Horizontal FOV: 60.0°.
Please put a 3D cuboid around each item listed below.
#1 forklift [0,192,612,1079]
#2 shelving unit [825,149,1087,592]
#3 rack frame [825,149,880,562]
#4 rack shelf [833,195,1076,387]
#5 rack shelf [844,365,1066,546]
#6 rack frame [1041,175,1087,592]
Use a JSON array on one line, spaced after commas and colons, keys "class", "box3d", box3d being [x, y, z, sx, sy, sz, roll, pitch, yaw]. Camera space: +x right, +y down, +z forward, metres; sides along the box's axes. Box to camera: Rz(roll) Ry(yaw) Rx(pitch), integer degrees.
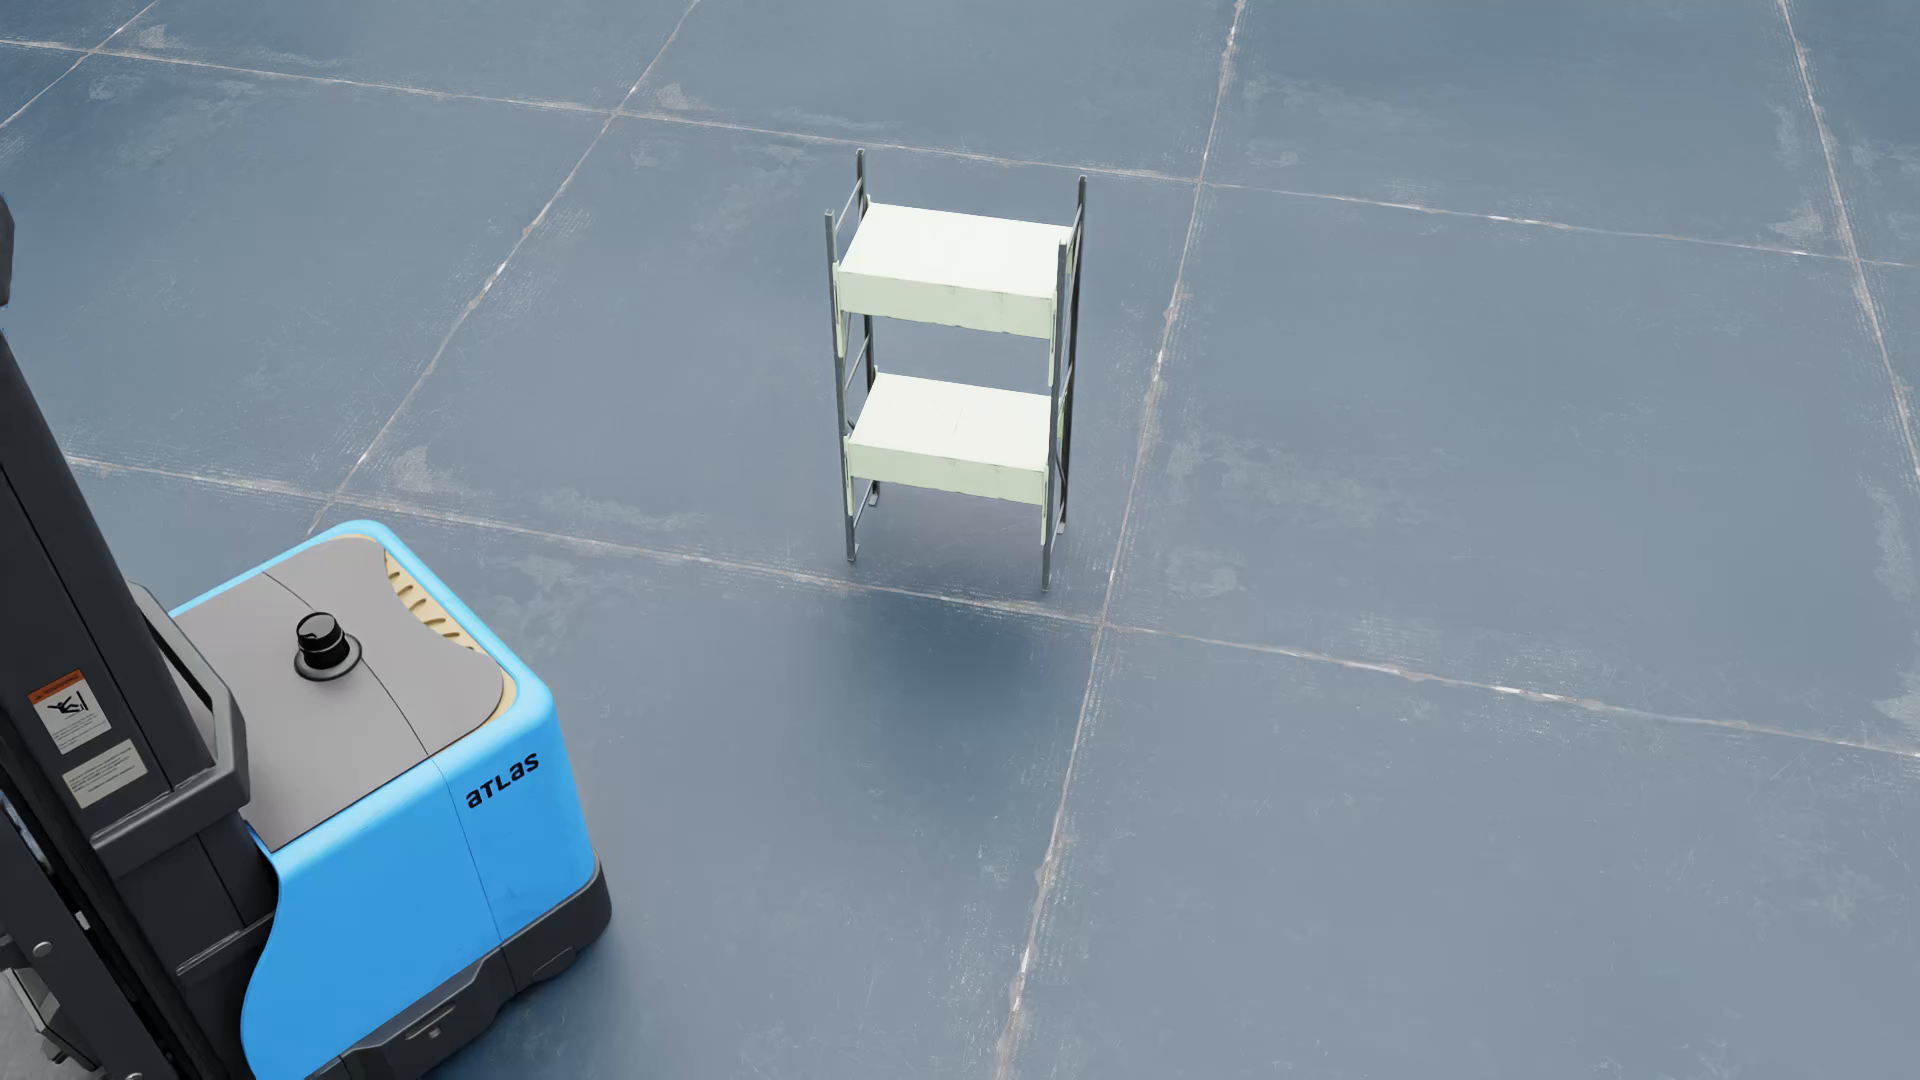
[{"class": "forklift", "box3d": [-2.462, 0.576, 3.538, 3.031, 2.935, 1.130, -33, 53, -30]}, {"class": "shelving unit", "box3d": [-0.007, -0.541, 5.731, 0.755, 1.500, 0.431, 9, 45, 9]}, {"class": "rack frame", "box3d": [-0.364, -0.597, 5.789, 0.023, 1.500, 0.400, 9, 45, 9]}, {"class": "rack shelf", "box3d": [-0.007, -0.823, 5.460, 0.720, 0.370, 0.431, 9, 45, 9]}, {"class": "rack shelf", "box3d": [-0.007, -0.306, 5.957, 0.720, 0.370, 0.431, 9, 45, 9]}, {"class": "rack frame", "box3d": [0.351, -0.486, 5.673, 0.023, 1.500, 0.400, 9, 45, 9]}]
